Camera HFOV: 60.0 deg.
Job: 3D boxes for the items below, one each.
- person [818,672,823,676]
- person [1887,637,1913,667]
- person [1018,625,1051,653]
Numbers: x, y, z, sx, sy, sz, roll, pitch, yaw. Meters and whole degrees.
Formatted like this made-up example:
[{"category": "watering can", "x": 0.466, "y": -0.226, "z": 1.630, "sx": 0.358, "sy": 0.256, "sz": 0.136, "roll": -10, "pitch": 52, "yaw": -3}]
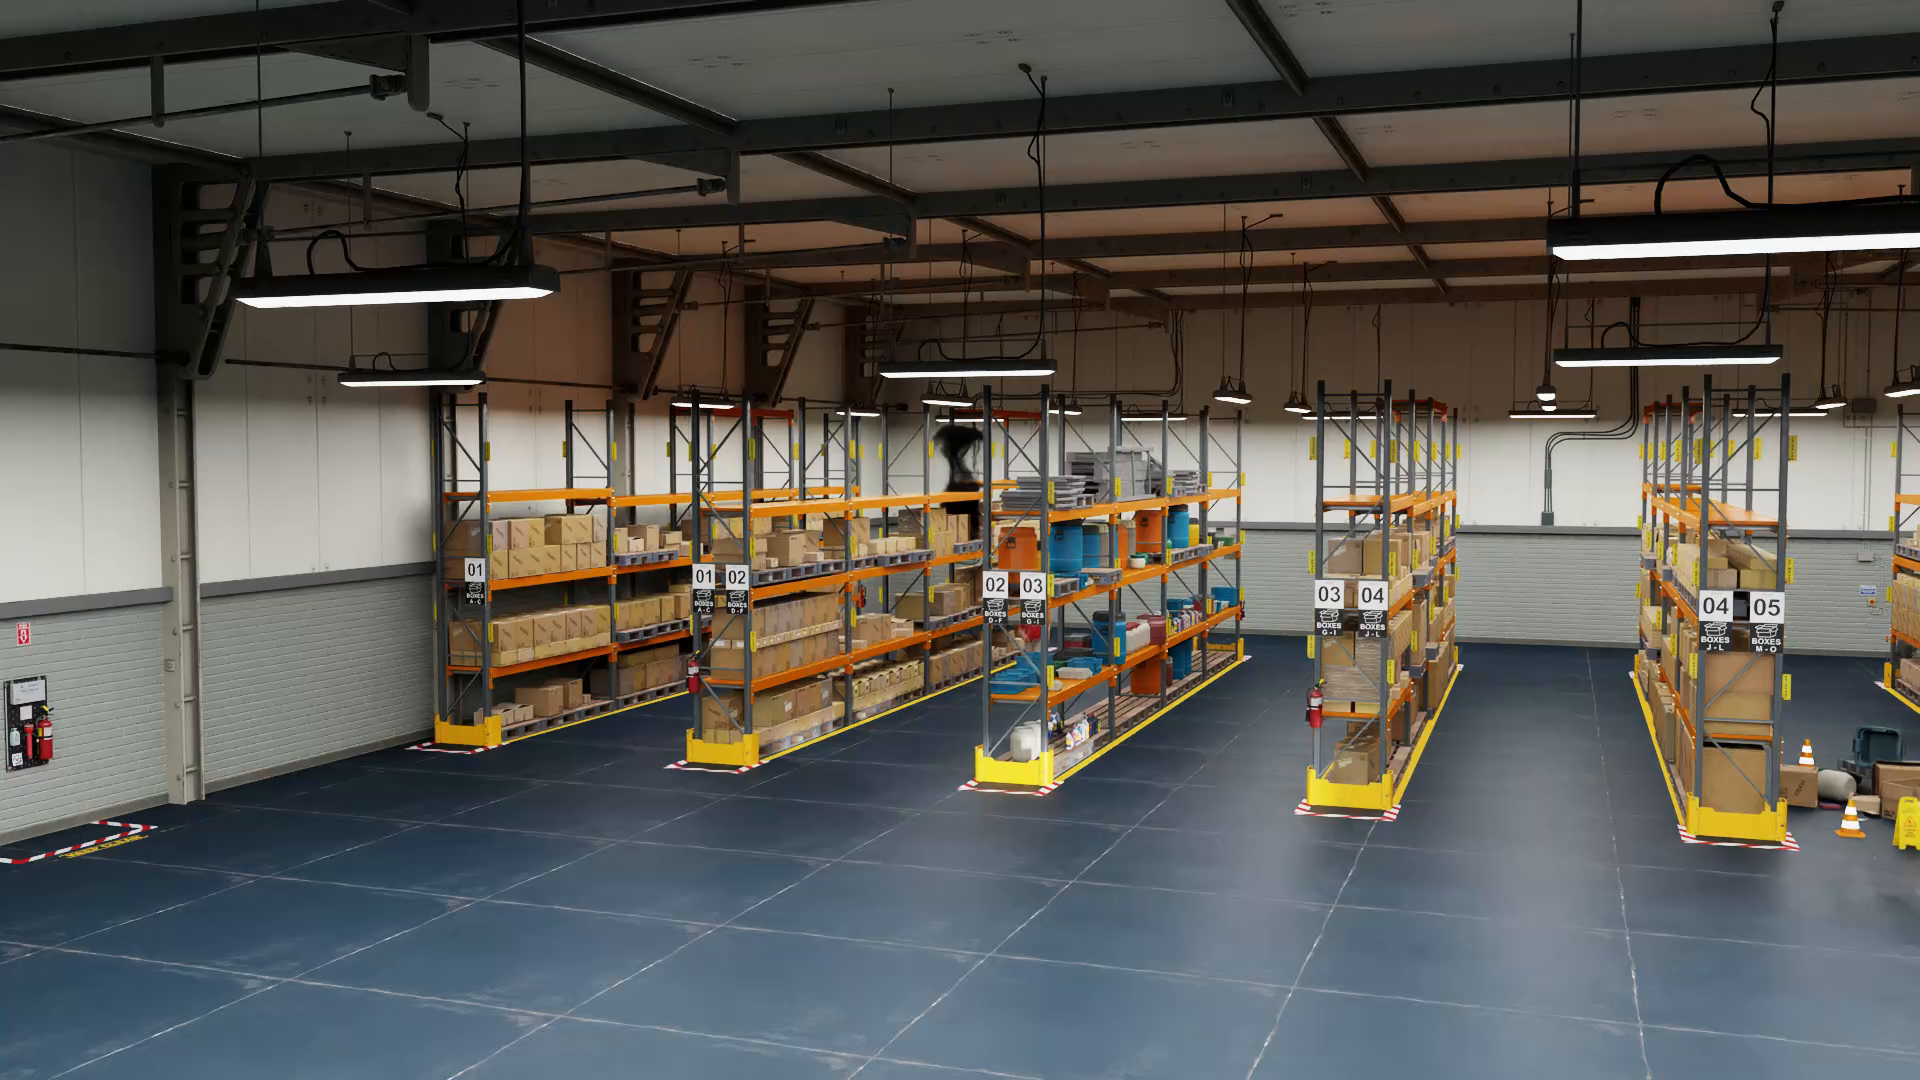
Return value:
[{"category": "person", "x": -2.890, "y": 2.328, "z": 33.850, "sx": 0.680, "sy": 1.770, "sz": 1.126, "roll": 1, "pitch": 3, "yaw": 17}, {"category": "person", "x": 20.498, "y": 2.262, "z": 36.209, "sx": 0.653, "sy": 1.609, "sz": 0.553, "roll": 1, "pitch": 3, "yaw": 11}, {"category": "person", "x": 1.597, "y": 2.250, "z": 35.734, "sx": 0.688, "sy": 1.733, "sz": 0.817, "roll": 0, "pitch": 3, "yaw": 6}]
